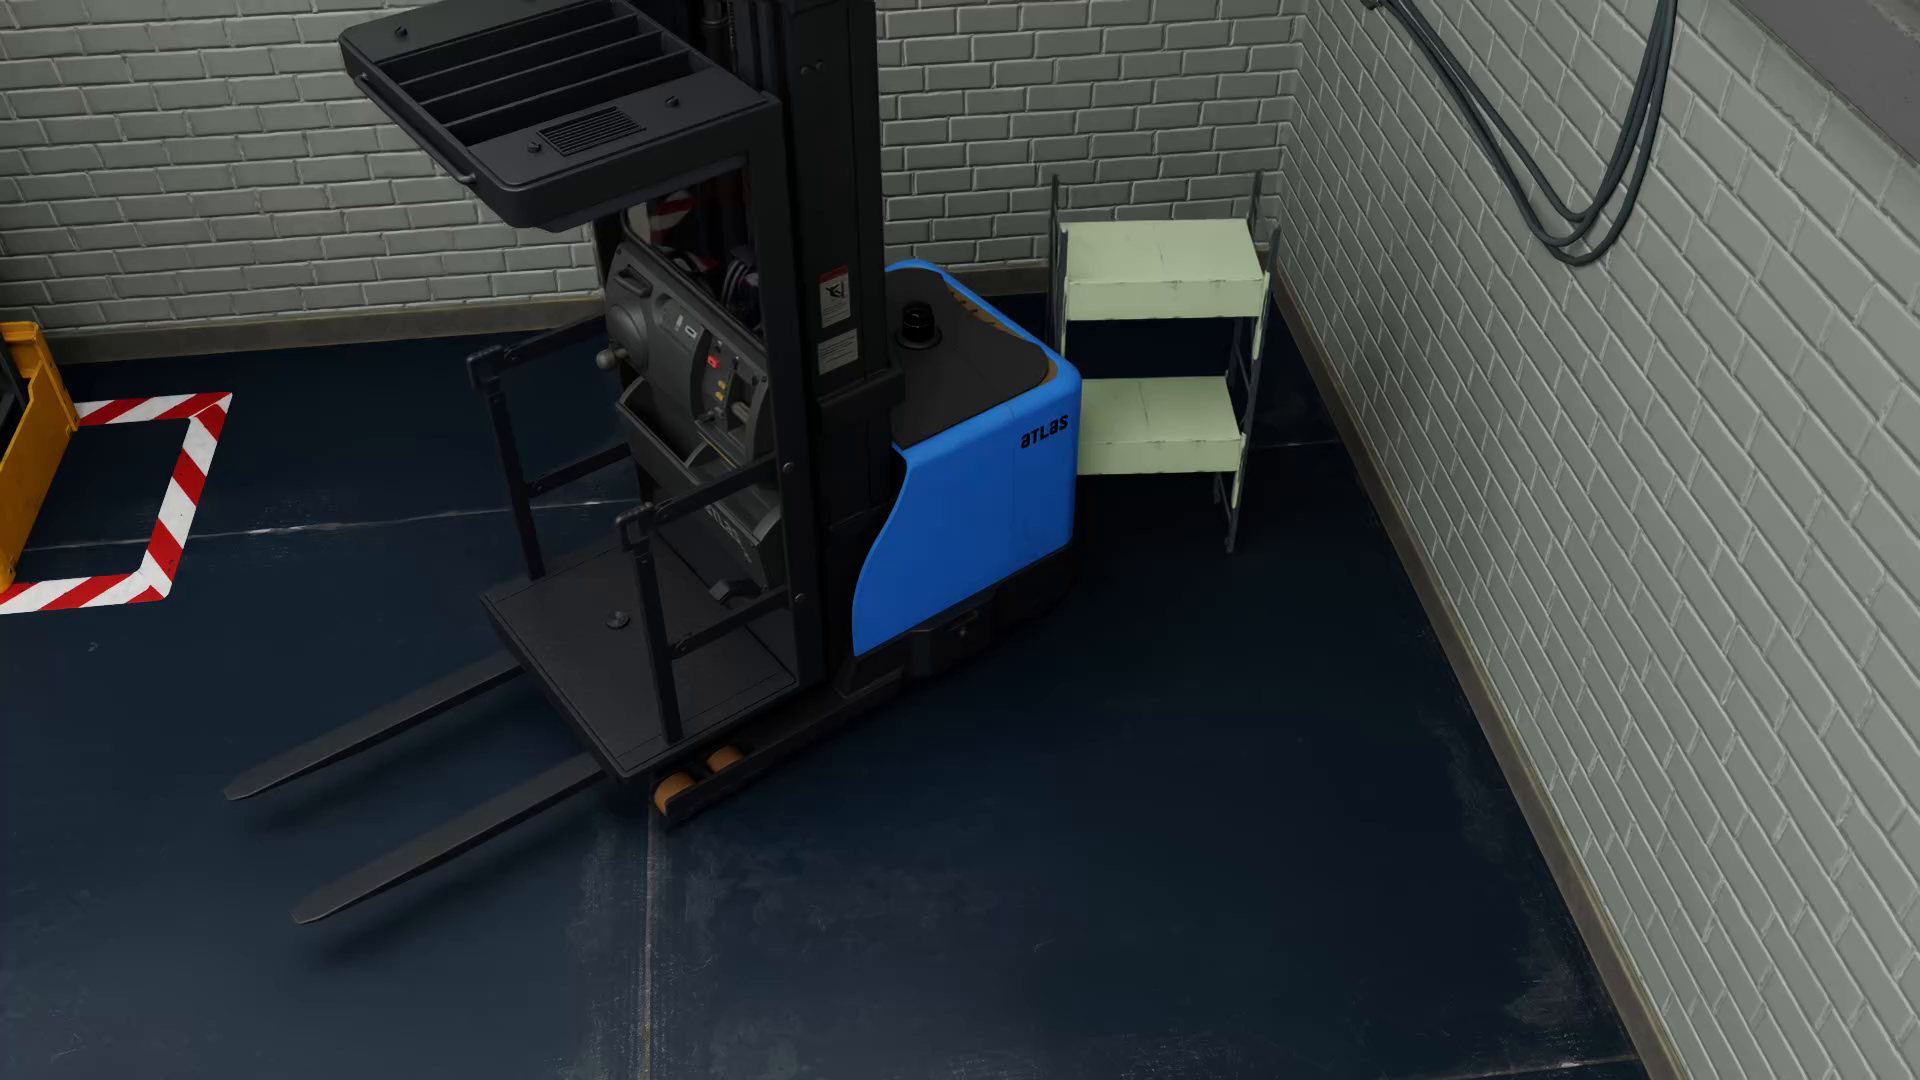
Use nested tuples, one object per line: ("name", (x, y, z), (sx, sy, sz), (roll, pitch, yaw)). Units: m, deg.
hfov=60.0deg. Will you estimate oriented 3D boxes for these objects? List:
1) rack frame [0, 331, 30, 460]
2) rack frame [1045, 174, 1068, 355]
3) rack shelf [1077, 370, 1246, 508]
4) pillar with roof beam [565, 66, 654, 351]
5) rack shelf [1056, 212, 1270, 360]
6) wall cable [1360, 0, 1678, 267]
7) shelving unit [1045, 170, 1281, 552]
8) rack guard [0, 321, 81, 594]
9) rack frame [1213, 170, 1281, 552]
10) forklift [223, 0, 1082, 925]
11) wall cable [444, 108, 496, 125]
("rack frame", (-4.001, -1.267, 5.915), (0.127, 3.000, 1.000), (-5, 42, -6))
("rack frame", (0.350, -0.622, 6.320), (0.023, 1.500, 0.400), (-2, 42, -2))
("rack shelf", (0.715, -0.390, 6.549), (0.720, 0.370, 0.431), (-2, 42, -2))
("pillar with roof beam", (-0.878, -1.445, 1.633), (0.400, 9.000, 9.100), (-5, 42, -6))
("rack shelf", (0.715, -0.922, 6.069), (0.720, 0.370, 0.431), (-2, 42, -2))
("wall cable", (1.653, -2.596, 5.228), (0.112, 2.526, 3.097), (-5, 42, -6))
("shelving unit", (0.715, -0.632, 6.331), (0.755, 1.500, 0.431), (-2, 42, -2))
("rack guard", (-3.977, -0.341, 6.755), (0.348, 0.500, 1.175), (-5, 42, -6))
("rack frame", (1.081, -0.642, 6.342), (0.023, 1.500, 0.400), (-2, 42, -2))
("forklift", (-1.034, -0.534, 5.154), (3.031, 2.935, 1.130), (-27, 49, -27))
("wall cable", (-2.854, -2.384, 6.395), (1.851, 1.984, 0.084), (-5, 42, -6))
